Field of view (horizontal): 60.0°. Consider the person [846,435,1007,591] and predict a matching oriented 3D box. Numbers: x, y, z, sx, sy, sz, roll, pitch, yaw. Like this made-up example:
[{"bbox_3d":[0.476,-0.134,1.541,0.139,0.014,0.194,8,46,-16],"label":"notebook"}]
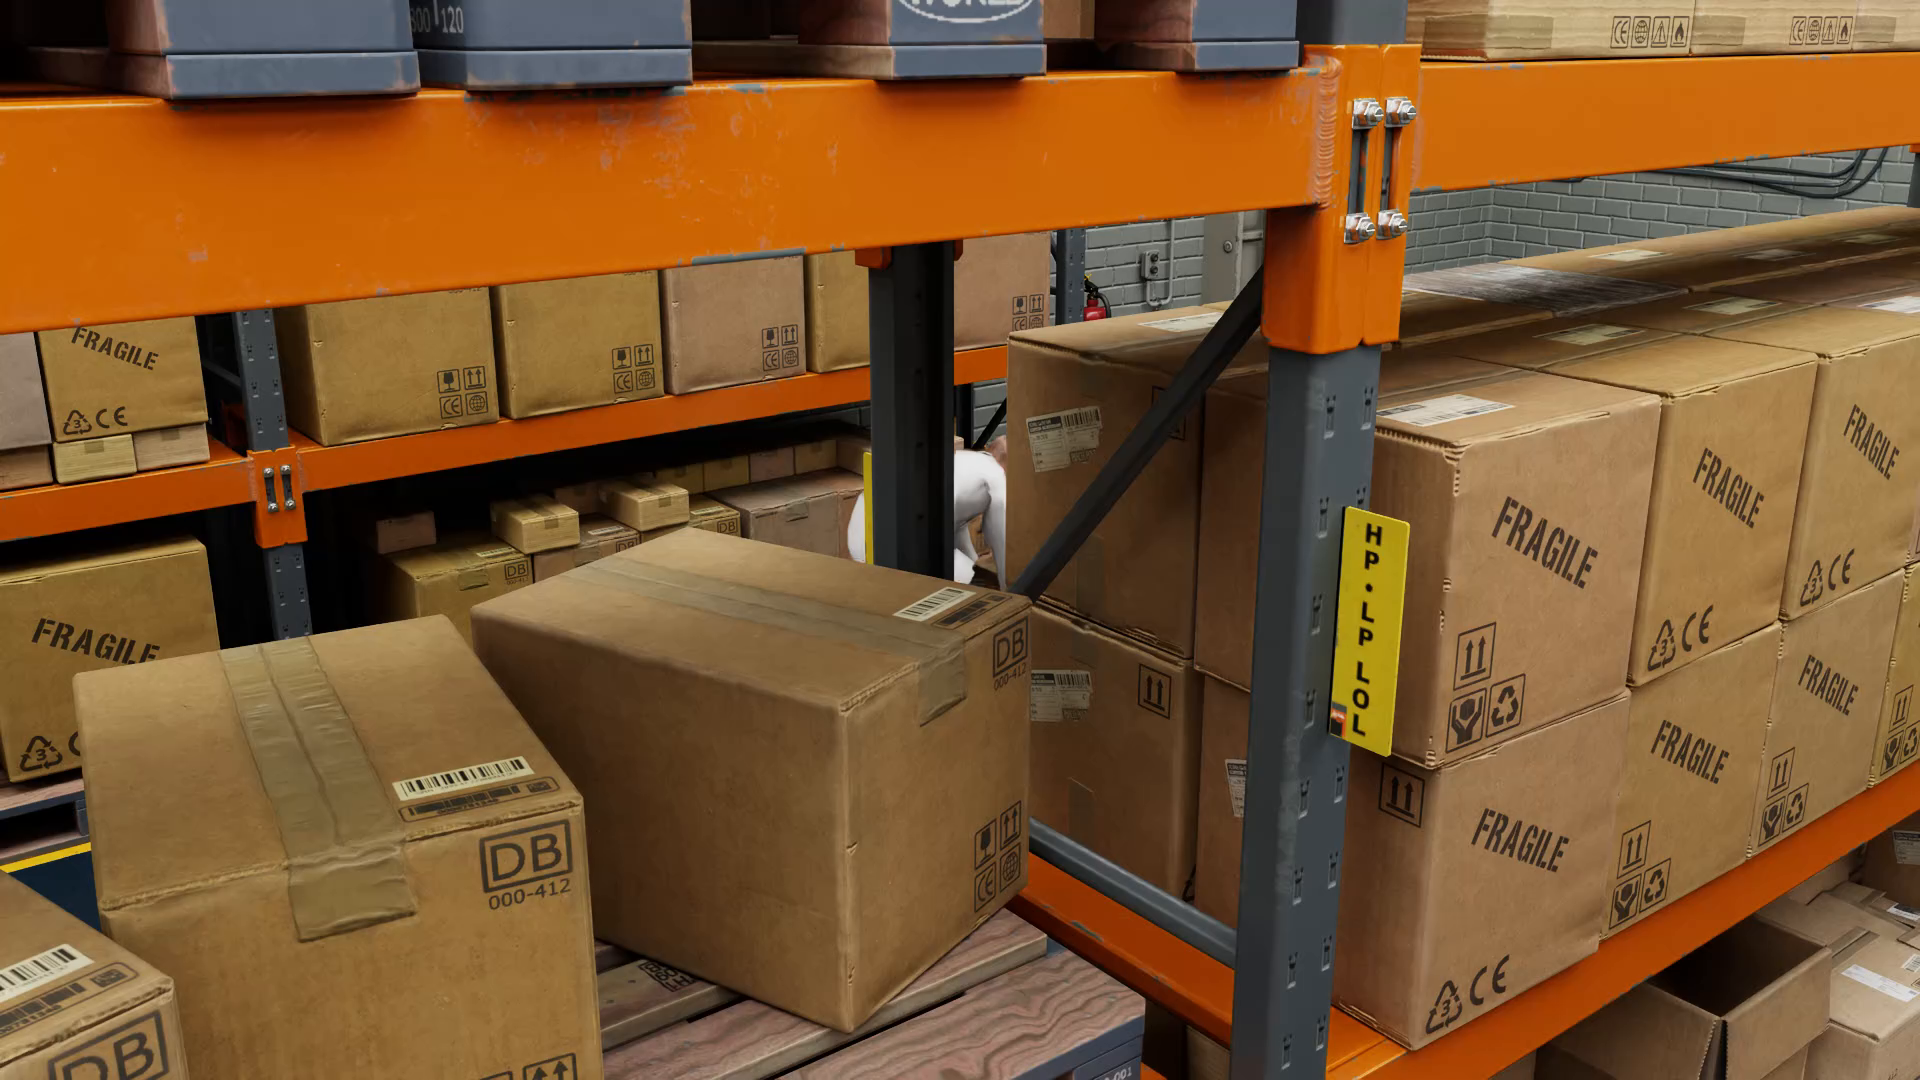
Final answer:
[{"bbox_3d":[-0.054,0.162,7.129,0.938,1.136,0.586,-15,23,-39],"label":"person"}]
